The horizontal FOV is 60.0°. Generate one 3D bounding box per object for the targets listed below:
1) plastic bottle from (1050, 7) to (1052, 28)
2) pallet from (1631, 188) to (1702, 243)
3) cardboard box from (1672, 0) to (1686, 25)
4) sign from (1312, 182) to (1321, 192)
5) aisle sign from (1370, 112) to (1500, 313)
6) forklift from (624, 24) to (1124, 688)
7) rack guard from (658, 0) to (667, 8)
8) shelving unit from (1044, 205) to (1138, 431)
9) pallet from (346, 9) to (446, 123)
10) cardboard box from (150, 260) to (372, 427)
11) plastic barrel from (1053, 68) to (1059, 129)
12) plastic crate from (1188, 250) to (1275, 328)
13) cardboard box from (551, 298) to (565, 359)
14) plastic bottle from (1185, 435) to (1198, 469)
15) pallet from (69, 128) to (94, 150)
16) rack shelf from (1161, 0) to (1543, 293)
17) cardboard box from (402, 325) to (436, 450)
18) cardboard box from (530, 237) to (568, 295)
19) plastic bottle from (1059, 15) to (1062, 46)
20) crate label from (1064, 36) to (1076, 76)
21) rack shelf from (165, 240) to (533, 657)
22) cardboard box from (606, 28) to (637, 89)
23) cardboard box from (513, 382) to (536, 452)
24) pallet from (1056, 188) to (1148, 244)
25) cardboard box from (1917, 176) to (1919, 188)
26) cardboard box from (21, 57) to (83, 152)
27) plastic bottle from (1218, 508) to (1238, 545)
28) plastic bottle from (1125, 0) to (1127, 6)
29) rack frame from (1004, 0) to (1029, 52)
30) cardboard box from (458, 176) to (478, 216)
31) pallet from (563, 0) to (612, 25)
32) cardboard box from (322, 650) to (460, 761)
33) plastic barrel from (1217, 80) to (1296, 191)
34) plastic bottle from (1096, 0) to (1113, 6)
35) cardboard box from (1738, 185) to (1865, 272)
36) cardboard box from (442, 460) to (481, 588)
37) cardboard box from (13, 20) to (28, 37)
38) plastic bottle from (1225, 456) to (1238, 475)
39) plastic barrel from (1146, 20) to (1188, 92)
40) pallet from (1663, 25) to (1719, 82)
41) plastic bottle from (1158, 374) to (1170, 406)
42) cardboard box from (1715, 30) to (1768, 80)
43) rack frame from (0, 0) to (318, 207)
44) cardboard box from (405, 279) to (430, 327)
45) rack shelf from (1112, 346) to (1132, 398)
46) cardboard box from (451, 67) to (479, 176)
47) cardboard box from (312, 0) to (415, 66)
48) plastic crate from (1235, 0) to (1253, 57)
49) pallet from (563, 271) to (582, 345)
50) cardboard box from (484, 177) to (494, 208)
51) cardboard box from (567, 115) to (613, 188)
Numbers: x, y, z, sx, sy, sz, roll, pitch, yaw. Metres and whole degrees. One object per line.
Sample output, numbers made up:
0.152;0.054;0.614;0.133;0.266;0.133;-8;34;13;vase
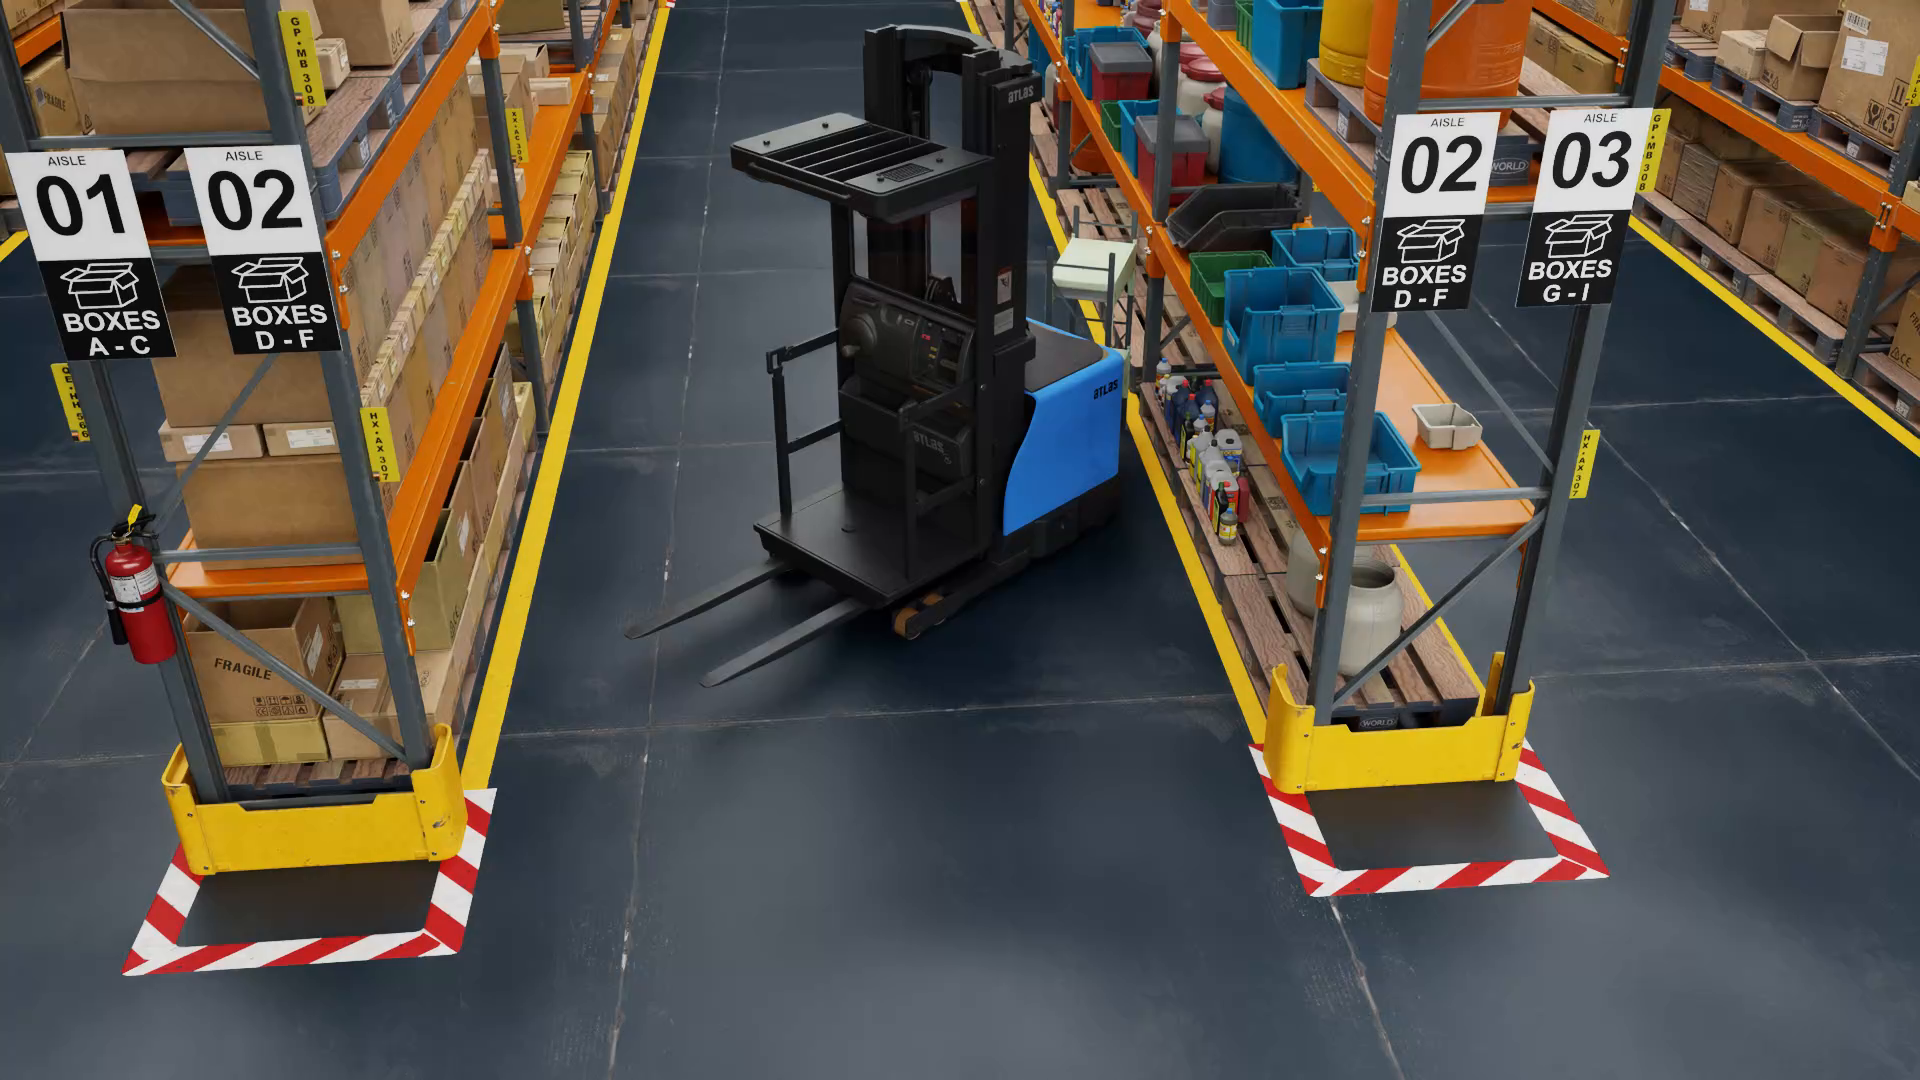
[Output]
0.852;-4.691;14.872;0.097;0.201;0.097;0;31;0;plastic bottle
6.359;-2.904;14.407;1.003;0.211;1.213;-3;31;-5;pallet
6.513;-4.805;14.771;0.500;0.500;0.500;-2;31;-3;cardboard box
2.278;-2.361;10.507;0.100;0.325;0.005;-3;31;-5;sign
1.814;-1.244;6.372;0.394;0.787;0.004;-3;31;-5;aisle sign
-0.433;-1.026;8.610;1.130;2.935;3.031;26;40;36;forklift
-4.317;-7.000;20.982;1.175;0.500;0.348;-3;31;-5;rack guard
0.801;-1.217;10.325;0.431;1.500;0.755;8;32;13;shelving unit
-2.986;-2.180;7.635;1.003;0.211;1.213;-3;31;-5;pallet
-2.865;-0.809;6.817;0.700;0.500;0.500;-3;31;-4;cardboard box
1.188;-4.234;15.855;0.600;0.588;0.708;-3;31;-5;plastic barrel
1.575;-1.424;9.415;0.450;0.188;0.662;-3;31;-5;plastic crate
-3.040;-1.464;11.548;0.500;0.250;0.500;-2;31;-3;cardboard box
1.413;-0.535;10.020;0.097;0.201;0.097;0;31;0;plastic bottle
-8.617;-3.619;15.603;1.003;0.211;1.213;-3;31;-5;pallet
1.916;-2.179;8.249;1.077;0.370;4.000;-3;31;-5;rack shelf
-2.954;-0.747;7.978;0.700;0.500;0.500;-3;31;-4;cardboard box
-3.084;-1.969;11.847;0.500;0.311;0.500;-4;31;-6;cardboard box
0.893;-4.399;14.304;0.061;0.283;0.133;-3;31;-5;plastic bottle
1.022;-3.958;13.615;0.303;0.233;0.416;-3;31;-5;crate label
-3.016;-0.656;8.624;1.077;0.370;4.000;-3;31;-5;rack shelf
-3.619;-4.948;17.117;0.500;0.500;0.500;-3;31;-5;cardboard box
-2.942;-0.759;10.368;0.500;0.250;0.500;-3;31;-5;cardboard box
1.389;-2.669;14.012;1.003;0.211;1.213;-3;31;-5;pallet
6.641;-2.396;10.449;0.875;0.500;0.500;-3;31;-5;cardboard box
-8.522;-3.875;15.000;0.750;0.750;0.750;-3;31;-5;cardboard box
1.495;-0.083;9.264;0.097;0.201;0.097;0;31;0;plastic bottle
1.567;-4.977;15.282;0.097;0.271;0.097;0;31;0;plastic bottle
0.982;-6.306;17.381;1.000;3.000;0.127;-3;31;-5;rack frame
-2.916;-1.919;9.307;0.380;0.149;0.250;-4;31;-6;cardboard box
-3.763;-4.938;15.279;1.003;0.211;1.213;-3;31;-5;pallet
-2.657;0.772;7.804;0.500;0.250;0.500;-3;31;-5;cardboard box
1.995;-2.648;10.769;0.600;0.901;0.708;-3;31;-5;plastic barrel
1.358;-5.192;15.566;0.144;0.351;0.185;-3;31;-5;plastic bottle
6.546;-2.419;12.883;0.700;0.500;0.500;-5;31;-9;cardboard box
-2.766;-0.060;8.465;0.500;0.500;0.500;-3;31;-5;cardboard box
-8.456;-4.524;14.625;0.380;0.149;0.250;-2;31;-4;cardboard box
1.583;-0.396;9.788;0.097;0.201;0.097;0;31;0;plastic bottle
1.665;-3.796;13.072;0.421;0.512;0.421;0;31;0;plastic barrel
6.460;-4.060;13.808;1.213;0.211;1.003;-3;31;-5;pallet
1.332;-0.973;10.754;0.097;0.201;0.097;0;31;0;plastic bottle
6.215;-3.750;12.839;0.500;0.250;0.500;-4;31;-6;cardboard box
-2.829;-2.519;5.192;1.000;3.000;0.127;-3;31;-5;rack frame
-2.773;-1.133;7.992;0.380;0.149;0.250;-3;31;-5;cardboard box
0.801;-0.937;10.492;0.431;0.370;0.720;8;32;13;rack shelf
-3.155;-2.359;9.412;0.700;0.500;0.500;-3;31;-4;cardboard box
-2.712;-2.376;7.233;0.500;0.500;0.500;-3;31;-5;cardboard box
1.606;-2.599;8.458;0.336;0.188;0.450;-3;31;-5;plastic crate
-3.427;-1.787;12.536;1.003;0.211;1.213;-3;31;-5;pallet
-3.292;-2.171;10.605;0.500;0.250;0.500;-1;31;-1;cardboard box
-3.334;-3.390;14.508;0.500;0.500;0.500;-1;31;-2;cardboard box
